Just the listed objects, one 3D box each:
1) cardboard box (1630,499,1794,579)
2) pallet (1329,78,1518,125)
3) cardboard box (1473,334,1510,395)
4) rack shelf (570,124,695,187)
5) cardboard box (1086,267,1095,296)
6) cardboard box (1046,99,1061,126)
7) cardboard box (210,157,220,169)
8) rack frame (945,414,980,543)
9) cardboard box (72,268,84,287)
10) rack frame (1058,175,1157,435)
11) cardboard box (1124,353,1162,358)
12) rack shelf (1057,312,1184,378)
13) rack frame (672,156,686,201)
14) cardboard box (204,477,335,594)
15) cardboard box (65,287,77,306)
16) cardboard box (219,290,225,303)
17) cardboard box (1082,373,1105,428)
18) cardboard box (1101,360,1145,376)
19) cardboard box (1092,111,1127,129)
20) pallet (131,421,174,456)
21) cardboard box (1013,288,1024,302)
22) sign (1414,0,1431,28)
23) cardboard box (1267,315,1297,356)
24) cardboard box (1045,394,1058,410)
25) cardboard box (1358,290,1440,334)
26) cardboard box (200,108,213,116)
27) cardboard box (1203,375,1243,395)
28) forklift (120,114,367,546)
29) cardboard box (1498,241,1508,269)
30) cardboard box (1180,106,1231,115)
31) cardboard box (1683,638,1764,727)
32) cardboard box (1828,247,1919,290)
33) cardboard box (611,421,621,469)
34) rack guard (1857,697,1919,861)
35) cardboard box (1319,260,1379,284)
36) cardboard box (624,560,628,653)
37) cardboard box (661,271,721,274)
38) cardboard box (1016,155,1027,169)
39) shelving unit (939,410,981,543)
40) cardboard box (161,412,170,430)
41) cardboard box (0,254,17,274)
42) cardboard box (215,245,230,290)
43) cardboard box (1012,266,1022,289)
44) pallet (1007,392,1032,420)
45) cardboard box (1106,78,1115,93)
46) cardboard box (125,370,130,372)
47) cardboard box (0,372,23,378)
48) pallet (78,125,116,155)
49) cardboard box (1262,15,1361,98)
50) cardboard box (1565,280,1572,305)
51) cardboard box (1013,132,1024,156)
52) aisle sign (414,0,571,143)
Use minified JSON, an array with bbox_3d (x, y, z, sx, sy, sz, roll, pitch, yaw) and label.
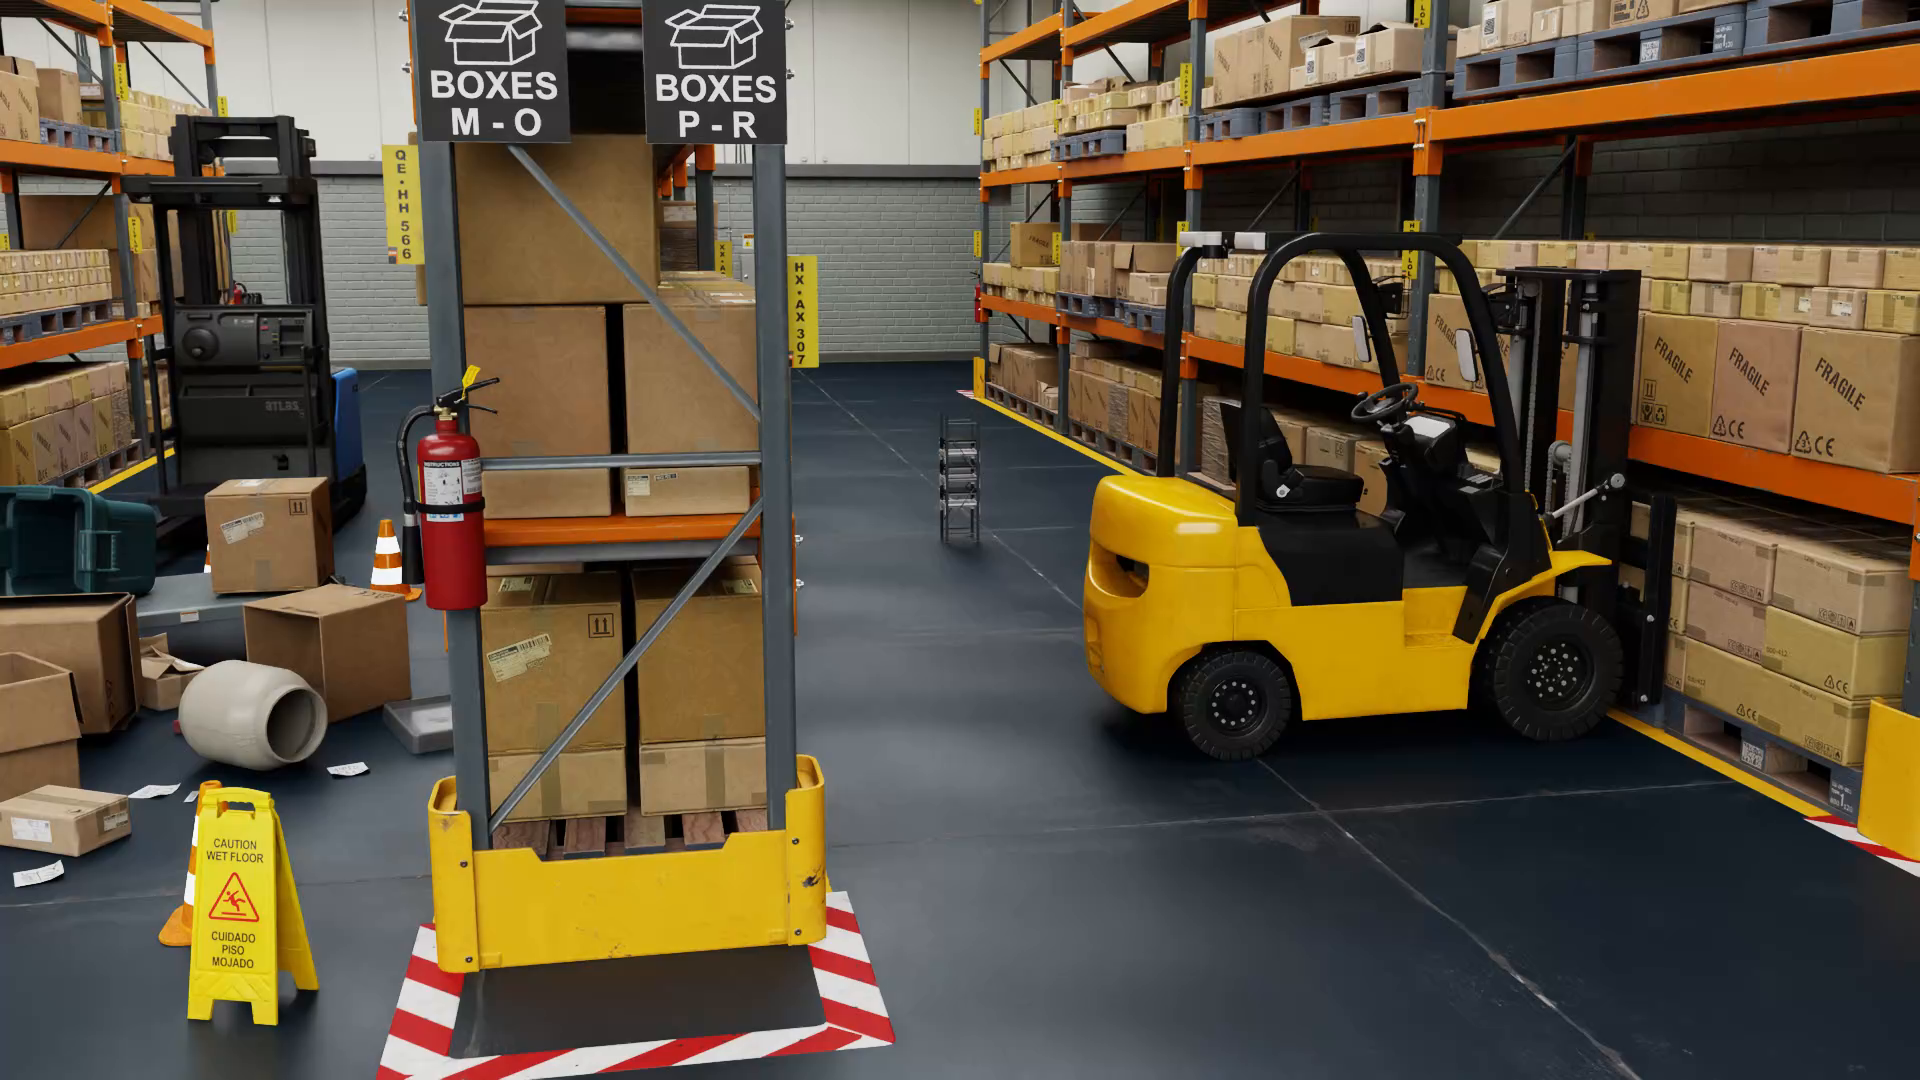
[{"bbox_3d":[3.261,-0.011,7.287,0.500,0.250,0.500,-2,11,-10],"label":"cardboard box"},{"bbox_3d":[2.907,-2.680,10.243,0.805,0.209,1.217,-3,11,-13],"label":"pallet"},{"bbox_3d":[3.039,-1.002,8.672,0.500,0.500,0.500,-2,11,-10],"label":"cardboard box"},{"bbox_3d":[-2.166,-2.445,10.420,1.077,0.370,4.000,-2,11,-11],"label":"rack shelf"},{"bbox_3d":[1.429,-2.478,15.928,0.396,0.266,0.258,-2,11,-8],"label":"cardboard box"},{"bbox_3d":[1.201,-4.482,17.466,0.500,0.250,0.500,-2,11,-11],"label":"cardboard box"},{"bbox_3d":[-8.598,-4.286,18.572,0.500,0.250,0.500,-2,11,-12],"label":"cardboard box"},{"bbox_3d":[0.018,-0.425,11.522,0.240,0.900,0.006,-2,11,-11],"label":"rack frame"},{"bbox_3d":[-7.742,-2.246,14.226,0.380,0.149,0.250,-2,11,-13],"label":"cardboard box"},{"bbox_3d":[1.536,-2.606,17.367,1.000,3.000,0.127,-2,11,-11],"label":"rack frame"},{"bbox_3d":[1.890,-1.846,17.201,0.380,0.149,0.250,-3,11,-13],"label":"cardboard box"},{"bbox_3d":[1.925,-1.886,15.507,1.077,0.370,4.000,-2,11,-11],"label":"rack shelf"},{"bbox_3d":[-2.555,-1.691,12.560,1.000,3.000,0.127,-2,11,-11],"label":"rack frame"},{"bbox_3d":[-3.517,-0.031,8.500,0.500,0.500,0.500,-2,11,-11],"label":"cardboard box"},{"bbox_3d":[-7.691,-2.053,14.012,0.380,0.149,0.250,-3,11,-13],"label":"cardboard box"},{"bbox_3d":[-8.606,-2.787,18.989,0.380,0.149,0.250,-2,11,-11],"label":"cardboard box"},{"bbox_3d":[1.522,-1.390,16.541,0.500,0.500,0.500,-2,11,-12],"label":"cardboard box"},{"bbox_3d":[1.602,-1.683,16.345,0.380,0.149,0.250,-2,11,-12],"label":"cardboard box"},{"bbox_3d":[1.445,-3.908,15.467,0.380,0.149,0.250,-2,11,-10],"label":"cardboard box"},{"bbox_3d":[-8.334,-0.978,16.273,1.003,0.211,1.213,-2,11,-11],"label":"pallet"},{"bbox_3d":[0.825,-2.860,19.375,0.380,0.149,0.250,-2,11,-10],"label":"cardboard box"},{"bbox_3d":[2.561,-2.999,9.186,0.100,0.325,0.005,-2,11,-11],"label":"sign"},{"bbox_3d":[2.459,-1.427,11.571,0.500,0.250,0.500,-2,11,-9],"label":"cardboard box"},{"bbox_3d":[1.139,-1.503,18.075,0.380,0.149,0.250,-2,11,-13],"label":"cardboard box"},{"bbox_3d":[2.745,-1.392,10.049,0.500,0.250,0.500,-2,11,-12],"label":"cardboard box"},{"bbox_3d":[-8.593,-4.751,18.611,0.380,0.149,0.250,-2,11,-12],"label":"cardboard box"},{"bbox_3d":[2.366,-1.369,14.694,0.380,0.149,0.250,-2,11,-10],"label":"cardboard box"},{"bbox_3d":[-5.031,-1.468,11.568,1.130,2.935,3.031,-2,11,-9],"label":"forklift"},{"bbox_3d":[3.060,-1.492,8.717,0.380,0.149,0.250,-2,11,-12],"label":"cardboard box"},{"bbox_3d":[2.008,-3.525,13.504,0.380,0.149,0.250,-2,11,-10],"label":"cardboard box"},{"bbox_3d":[3.381,0.573,6.895,0.500,0.250,0.500,-2,11,-11],"label":"cardboard box"},{"bbox_3d":[3.515,-1.021,6.242,0.380,0.149,0.250,-2,11,-11],"label":"cardboard box"},{"bbox_3d":[-1.460,-0.350,6.184,0.380,0.149,0.250,-2,11,-10],"label":"cardboard box"},{"bbox_3d":[3.874,0.827,6.014,1.175,0.500,0.348,-2,11,-11],"label":"rack guard"},{"bbox_3d":[2.573,-1.748,10.858,0.380,0.149,0.250,-2,11,-12],"label":"cardboard box"},{"bbox_3d":[-1.606,0.226,6.711,0.500,0.500,0.500,-2,11,-12],"label":"cardboard box"},{"bbox_3d":[-1.446,-1.080,8.288,0.500,0.500,0.500,-2,11,-12],"label":"cardboard box"},{"bbox_3d":[0.848,-4.293,18.877,0.380,0.149,0.250,-2,11,-10],"label":"cardboard box"},{"bbox_3d":[-0.002,-0.444,11.620,0.258,0.900,0.210,-2,11,-11],"label":"shelving unit"},{"bbox_3d":[-7.976,-1.159,16.267,0.380,0.149,0.250,-2,11,-9],"label":"cardboard box"},{"bbox_3d":[-7.439,-2.103,12.679,0.380,0.149,0.250,-3,11,-13],"label":"cardboard box"},{"bbox_3d":[-8.607,-3.082,18.805,0.500,0.500,0.500,-2,11,-10],"label":"cardboard box"},{"bbox_3d":[0.902,-3.041,19.256,0.500,0.250,0.500,-2,11,-13],"label":"cardboard box"},{"bbox_3d":[1.162,-1.586,19.467,1.003,0.211,1.213,-2,11,-11],"label":"pallet"},{"bbox_3d":[1.662,-4.508,16.713,0.396,0.266,0.258,-2,11,-12],"label":"cardboard box"},{"bbox_3d":[-8.902,-1.709,17.563,0.380,0.149,0.250,-2,11,-10],"label":"cardboard box"},{"bbox_3d":[-8.083,-1.237,13.728,0.500,0.250,0.500,-2,11,-9],"label":"cardboard box"},{"bbox_3d":[-8.153,-3.491,14.493,1.213,0.211,1.003,-2,11,-11],"label":"pallet"},{"bbox_3d":[2.413,-3.322,11.448,0.500,0.500,0.500,-2,11,-10],"label":"cardboard box"},{"bbox_3d":[3.116,-1.203,7.991,0.380,0.149,0.250,-2,11,-13],"label":"cardboard box"},{"bbox_3d":[0.906,-4.514,18.971,0.500,0.250,0.500,-2,11,-12],"label":"cardboard box"},{"bbox_3d":[-1.271,-1.479,4.493,0.394,0.787,0.004,-2,11,-11],"label":"aisle sign"}]
